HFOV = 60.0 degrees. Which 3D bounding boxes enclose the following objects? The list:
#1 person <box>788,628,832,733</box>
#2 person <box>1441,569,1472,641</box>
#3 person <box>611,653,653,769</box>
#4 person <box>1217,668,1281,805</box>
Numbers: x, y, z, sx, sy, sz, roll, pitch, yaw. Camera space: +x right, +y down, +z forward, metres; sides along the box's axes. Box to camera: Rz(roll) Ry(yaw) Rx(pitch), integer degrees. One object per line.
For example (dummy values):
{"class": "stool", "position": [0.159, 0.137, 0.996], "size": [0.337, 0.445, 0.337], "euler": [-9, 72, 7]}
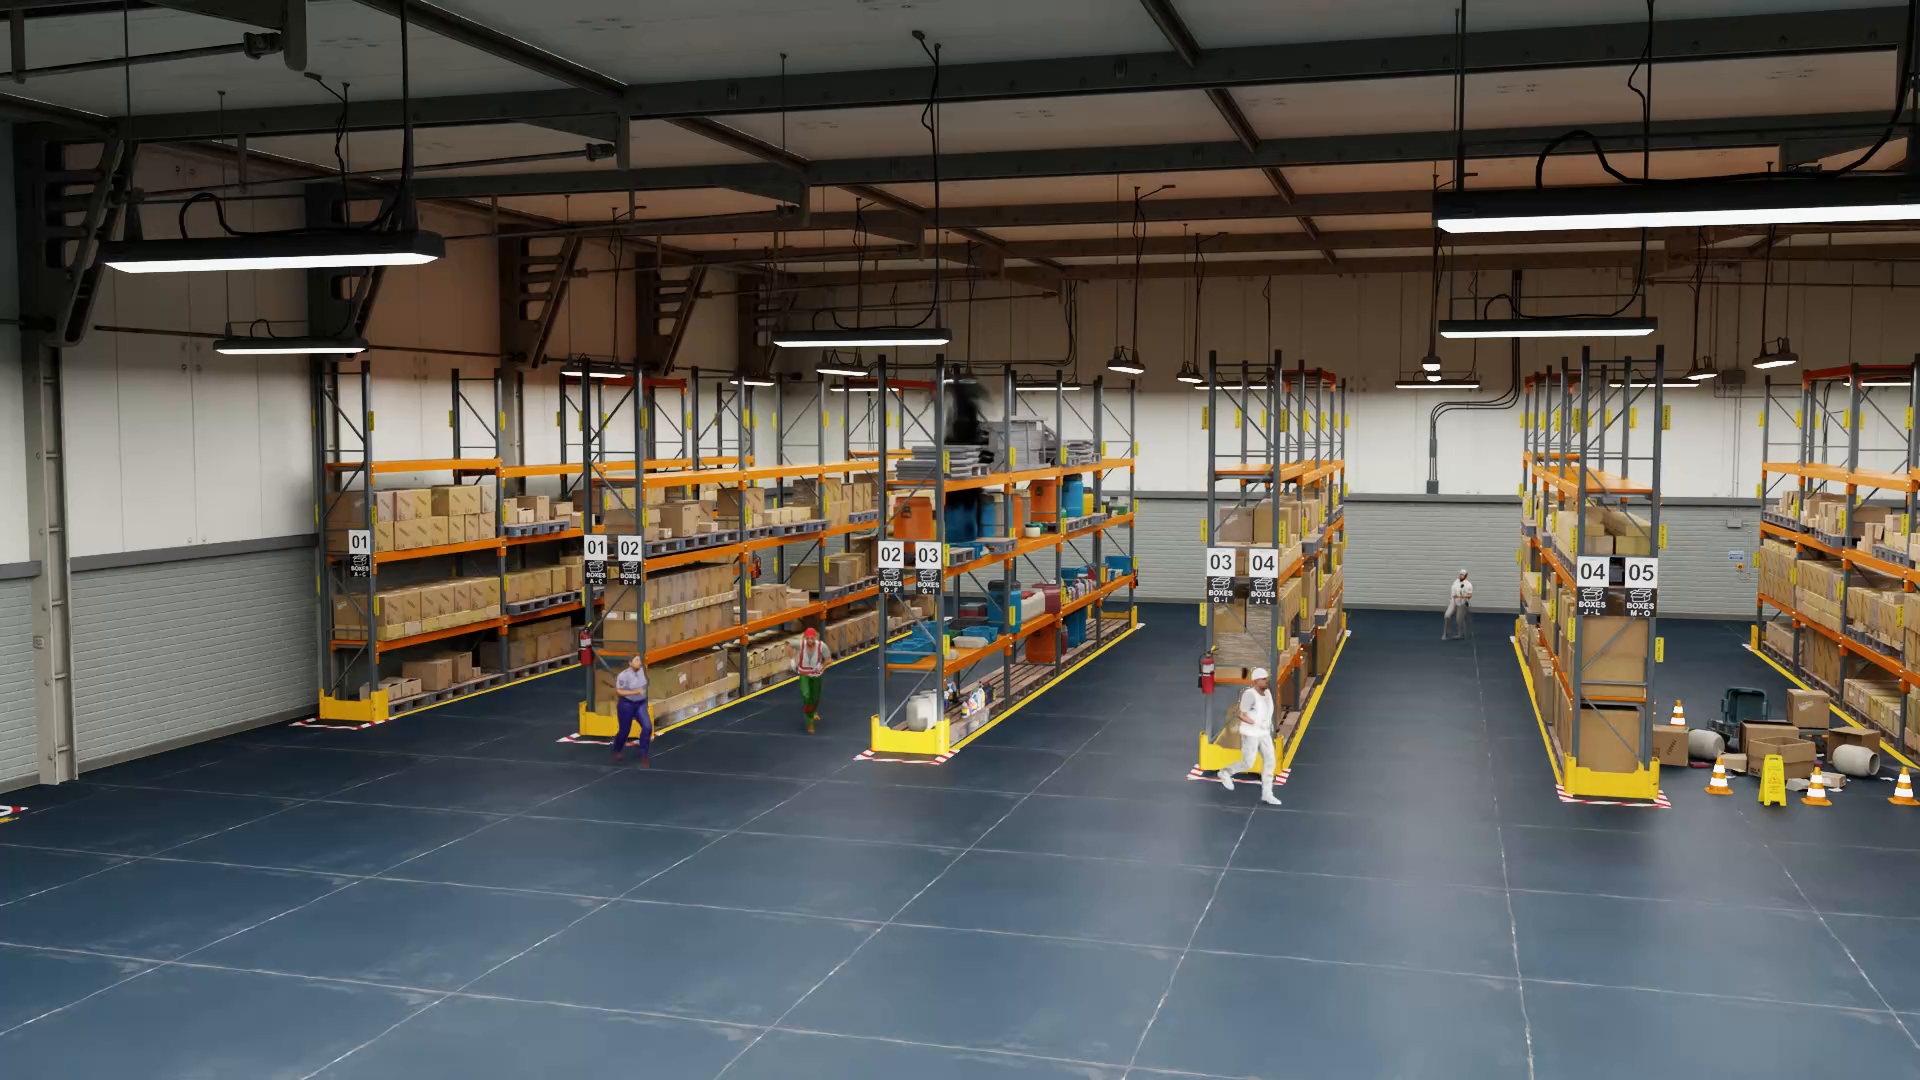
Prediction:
{"class": "person", "position": [-2.439, 2.247, 27.104], "size": [0.706, 1.732, 1.054], "euler": [0, 4, -3]}
{"class": "person", "position": [11.402, 1.485, 37.899], "size": [0.681, 1.657, 0.623], "euler": [-4, 6, -42]}
{"class": "person", "position": [-4.792, 2.471, 24.157], "size": [0.836, 1.693, 0.626], "euler": [4, 6, 42]}
{"class": "person", "position": [3.861, 2.556, 21.916], "size": [0.659, 1.773, 0.899], "euler": [-4, 6, -43]}
